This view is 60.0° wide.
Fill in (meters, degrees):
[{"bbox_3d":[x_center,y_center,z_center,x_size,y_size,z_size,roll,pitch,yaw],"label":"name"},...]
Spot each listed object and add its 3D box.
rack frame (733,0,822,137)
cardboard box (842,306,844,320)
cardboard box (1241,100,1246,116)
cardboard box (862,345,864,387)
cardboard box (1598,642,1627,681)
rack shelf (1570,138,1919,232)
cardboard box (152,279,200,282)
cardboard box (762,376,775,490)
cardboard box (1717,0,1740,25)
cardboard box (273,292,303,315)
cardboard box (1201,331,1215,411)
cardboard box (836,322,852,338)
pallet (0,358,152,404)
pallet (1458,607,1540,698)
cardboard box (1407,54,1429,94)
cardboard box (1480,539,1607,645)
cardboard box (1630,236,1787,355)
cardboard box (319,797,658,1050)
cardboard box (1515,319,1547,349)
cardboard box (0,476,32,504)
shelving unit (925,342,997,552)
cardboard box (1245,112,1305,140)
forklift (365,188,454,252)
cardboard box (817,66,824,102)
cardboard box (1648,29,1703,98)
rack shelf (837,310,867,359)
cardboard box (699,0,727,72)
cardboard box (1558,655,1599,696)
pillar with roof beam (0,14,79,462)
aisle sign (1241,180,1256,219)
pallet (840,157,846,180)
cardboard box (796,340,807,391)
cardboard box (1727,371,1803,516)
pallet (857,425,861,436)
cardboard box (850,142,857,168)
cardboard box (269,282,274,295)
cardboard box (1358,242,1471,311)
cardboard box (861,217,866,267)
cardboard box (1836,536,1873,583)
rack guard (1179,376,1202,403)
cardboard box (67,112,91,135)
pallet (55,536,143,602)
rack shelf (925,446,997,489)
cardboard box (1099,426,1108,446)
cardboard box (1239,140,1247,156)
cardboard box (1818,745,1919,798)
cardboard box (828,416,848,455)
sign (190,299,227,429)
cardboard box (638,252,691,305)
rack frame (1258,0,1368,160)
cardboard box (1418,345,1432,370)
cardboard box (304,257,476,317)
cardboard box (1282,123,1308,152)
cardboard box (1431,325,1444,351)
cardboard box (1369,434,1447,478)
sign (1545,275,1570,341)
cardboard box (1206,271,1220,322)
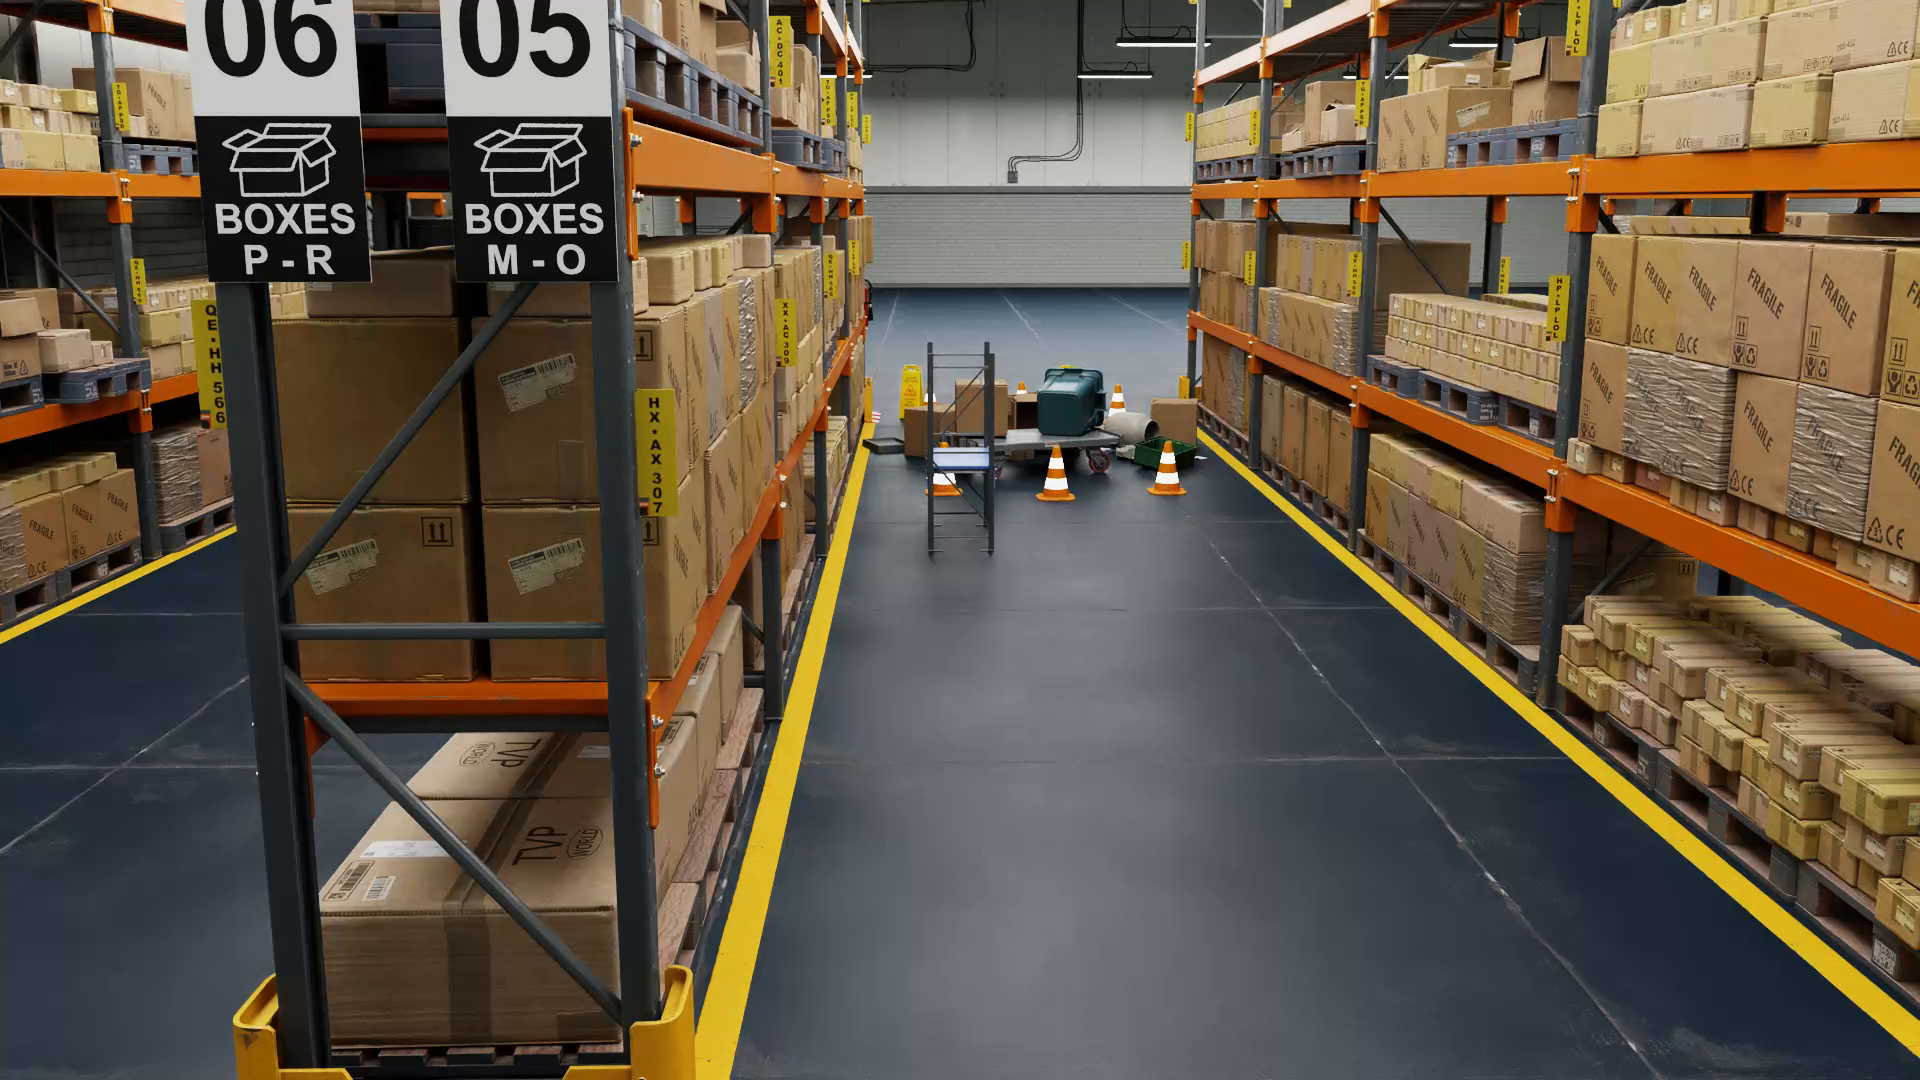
[{"bbox_3d":[-1.490,-4.287,11.556,1.000,3.000,0.127,0,11,-1],"label":"rack frame"},{"bbox_3d":[-1.286,-2.123,15.556,0.380,0.149,0.250,0,11,0],"label":"cardboard box"},{"bbox_3d":[3.038,-4.346,16.712,0.380,0.149,0.250,0,11,-1],"label":"cardboard box"},{"bbox_3d":[-1.378,-2.004,19.368,0.500,0.500,0.500,0,11,-1],"label":"cardboard box"},{"bbox_3d":[3.322,0.577,8.036,0.380,0.149,0.250,0,11,-1],"label":"cardboard box"},{"bbox_3d":[3.581,-1.312,6.246,1.077,0.370,4.000,0,11,-1],"label":"rack shelf"},{"bbox_3d":[-6.769,-2.163,14.294,0.380,0.149,0.250,0,11,-2],"label":"cardboard box"},{"bbox_3d":[-1.143,-0.509,7.774,0.500,0.500,0.500,0,11,-1],"label":"cardboard box"},{"bbox_3d":[3.323,-2.163,6.749,0.380,0.149,0.250,-1,11,-3],"label":"cardboard box"},{"bbox_3d":[-6.252,-2.093,14.953,0.500,0.250,0.500,-1,11,-3],"label":"cardboard box"},{"bbox_3d":[3.371,-2.007,19.696,0.875,0.875,0.875,0,11,-1],"label":"cardboard box"},{"bbox_3d":[-1.259,-2.082,16.411,0.380,0.149,0.250,0,11,-1],"label":"cardboard box"},{"bbox_3d":[-6.369,-1.097,11.404,1.213,0.211,1.003,0,11,-1],"label":"pallet"},{"bbox_3d":[3.522,0.620,9.472,1.003,0.211,1.213,0,11,-1],"label":"pallet"},{"bbox_3d":[3.200,-3.097,11.060,0.396,0.266,0.258,0,11,-1],"label":"cardboard box"},{"bbox_3d":[3.272,0.281,9.359,0.500,0.500,0.500,0,11,-2],"label":"cardboard box"},{"bbox_3d":[3.331,-1.083,7.338,0.500,0.500,0.500,-1,11,-3],"label":"cardboard box"},{"bbox_3d":[-1.439,1.163,5.171,0.875,0.438,0.875,-1,11,-3],"label":"cardboard box"},{"bbox_3d":[3.326,-1.150,9.262,0.380,0.149,0.250,-1,11,-3],"label":"cardboard box"},{"bbox_3d":[-6.226,-0.318,10.682,0.380,0.149,0.250,0,11,-2],"label":"cardboard box"},{"bbox_3d":[-0.002,-0.752,12.994,0.538,1.500,1.048,0,11,-1],"label":"shelving unit"},{"bbox_3d":[3.107,-4.076,16.383,0.500,0.250,0.500,0,11,-2],"label":"cardboard box"},{"bbox_3d":[-3.389,-1.195,11.575,1.130,2.935,3.031,-1,11,-3],"label":"forklift"},{"bbox_3d":[-1.332,-2.999,11.435,0.797,0.503,0.637,-1,12,-5],"label":"cardboard box"},{"bbox_3d":[3.315,-2.038,7.134,0.500,0.250,0.500,0,11,-1],"label":"cardboard box"},{"bbox_3d":[-1.614,-2.187,18.103,1.077,0.370,4.000,0,11,-1],"label":"rack shelf"},{"bbox_3d":[-1.348,-2.059,6.552,0.797,0.503,0.637,1,11,3],"label":"cardboard box"},{"bbox_3d":[3.225,0.673,8.310,0.380,0.149,0.250,-1,11,-4],"label":"cardboard box"},{"bbox_3d":[-3.077,-4.539,12.798,9.100,9.000,0.400,0,11,-1],"label":"pillar with roof beam"},{"bbox_3d":[3.590,-4.267,20.007,0.394,0.787,0.004,0,11,-1],"label":"aisle sign"},{"bbox_3d":[-1.667,-3.397,15.185,1.213,0.211,1.003,0,11,-1],"label":"pallet"},{"bbox_3d":[-1.158,-1.015,9.640,0.500,0.250,0.500,0,11,0],"label":"cardboard box"},{"bbox_3d":[3.330,-0.382,6.398,0.500,0.500,0.500,0,11,2],"label":"cardboard box"},{"bbox_3d":[-1.673,-1.393,19.397,1.003,0.211,1.213,0,11,-1],"label":"pallet"},{"bbox_3d":[-1.326,-3.975,17.191,0.500,0.250,0.500,0,11,-1],"label":"cardboard box"},{"bbox_3d":[-6.250,-2.216,14.556,0.380,0.149,0.250,-1,11,-3],"label":"cardboard box"},{"bbox_3d":[3.457,-2.015,12.682,0.700,0.500,0.500,0,11,-1],"label":"cardboard box"},{"bbox_3d":[-1.337,-3.116,17.361,0.700,0.500,0.500,0,11,-2],"label":"cardboard box"},{"bbox_3d":[3.340,0.060,5.850,0.380,0.149,0.250,-1,11,-4],"label":"cardboard box"},{"bbox_3d":[3.291,-1.757,20.462,1.175,0.500,0.348,0,11,-1],"label":"rack guard"},{"bbox_3d":[-6.205,-2.848,11.382,0.380,0.149,0.250,0,11,0],"label":"cardboard box"},{"bbox_3d":[-6.475,0.190,11.593,1.003,0.211,1.213,0,11,-1],"label":"pallet"},{"bbox_3d":[-0.002,-0.576,13.029,0.538,0.185,1.000,0,11,-1],"label":"rack shelf"},{"bbox_3d":[1.497,-1.176,18.189,0.396,0.266,0.258,2,12,9],"label":"cardboard box"},{"bbox_3d":[3.034,-3.956,16.796,0.380,0.149,0.250,0,11,0],"label":"cardboard box"},{"bbox_3d":[3.335,0.846,5.962,0.380,0.149,0.250,-1,11,-3],"label":"cardboard box"},{"bbox_3d":[-1.560,-0.955,15.777,0.950,0.372,0.625,0,11,0],"label":"cardboard box"},{"bbox_3d":[-1.868,-0.440,4.177,0.100,0.325,0.005,0,11,-1],"label":"sign"},{"bbox_3d":[-1.023,-0.789,5.005,0.380,0.149,0.250,0,11,1],"label":"cardboard box"},{"bbox_3d":[3.374,-5.122,15.674,1.000,3.000,0.127,0,11,-1],"label":"rack frame"},{"bbox_3d":[3.283,-1.219,11.100,0.380,0.149,0.250,0,11,1],"label":"cardboard box"},{"bbox_3d":[-1.533,-0.684,4.487,0.380,0.149,0.250,0,11,0],"label":"cardboard box"},{"bbox_3d":[3.137,-3.720,15.337,0.258,0.266,0.396,0,11,-2],"label":"cardboard box"},{"bbox_3d":[3.292,-1.312,10.809,0.380,0.149,0.250,0,11,-1],"label":"cardboard box"},{"bbox_3d":[3.229,-0.597,11.803,0.500,0.250,0.500,-1,11,-4],"label":"cardboard box"},{"bbox_3d":[2.984,-1.156,8.302,0.100,0.325,0.005,0,11,-1],"label":"sign"},{"bbox_3d":[3.263,-2.756,18.723,0.875,0.550,0.550,0,11,-1],"label":"cardboard box"}]
